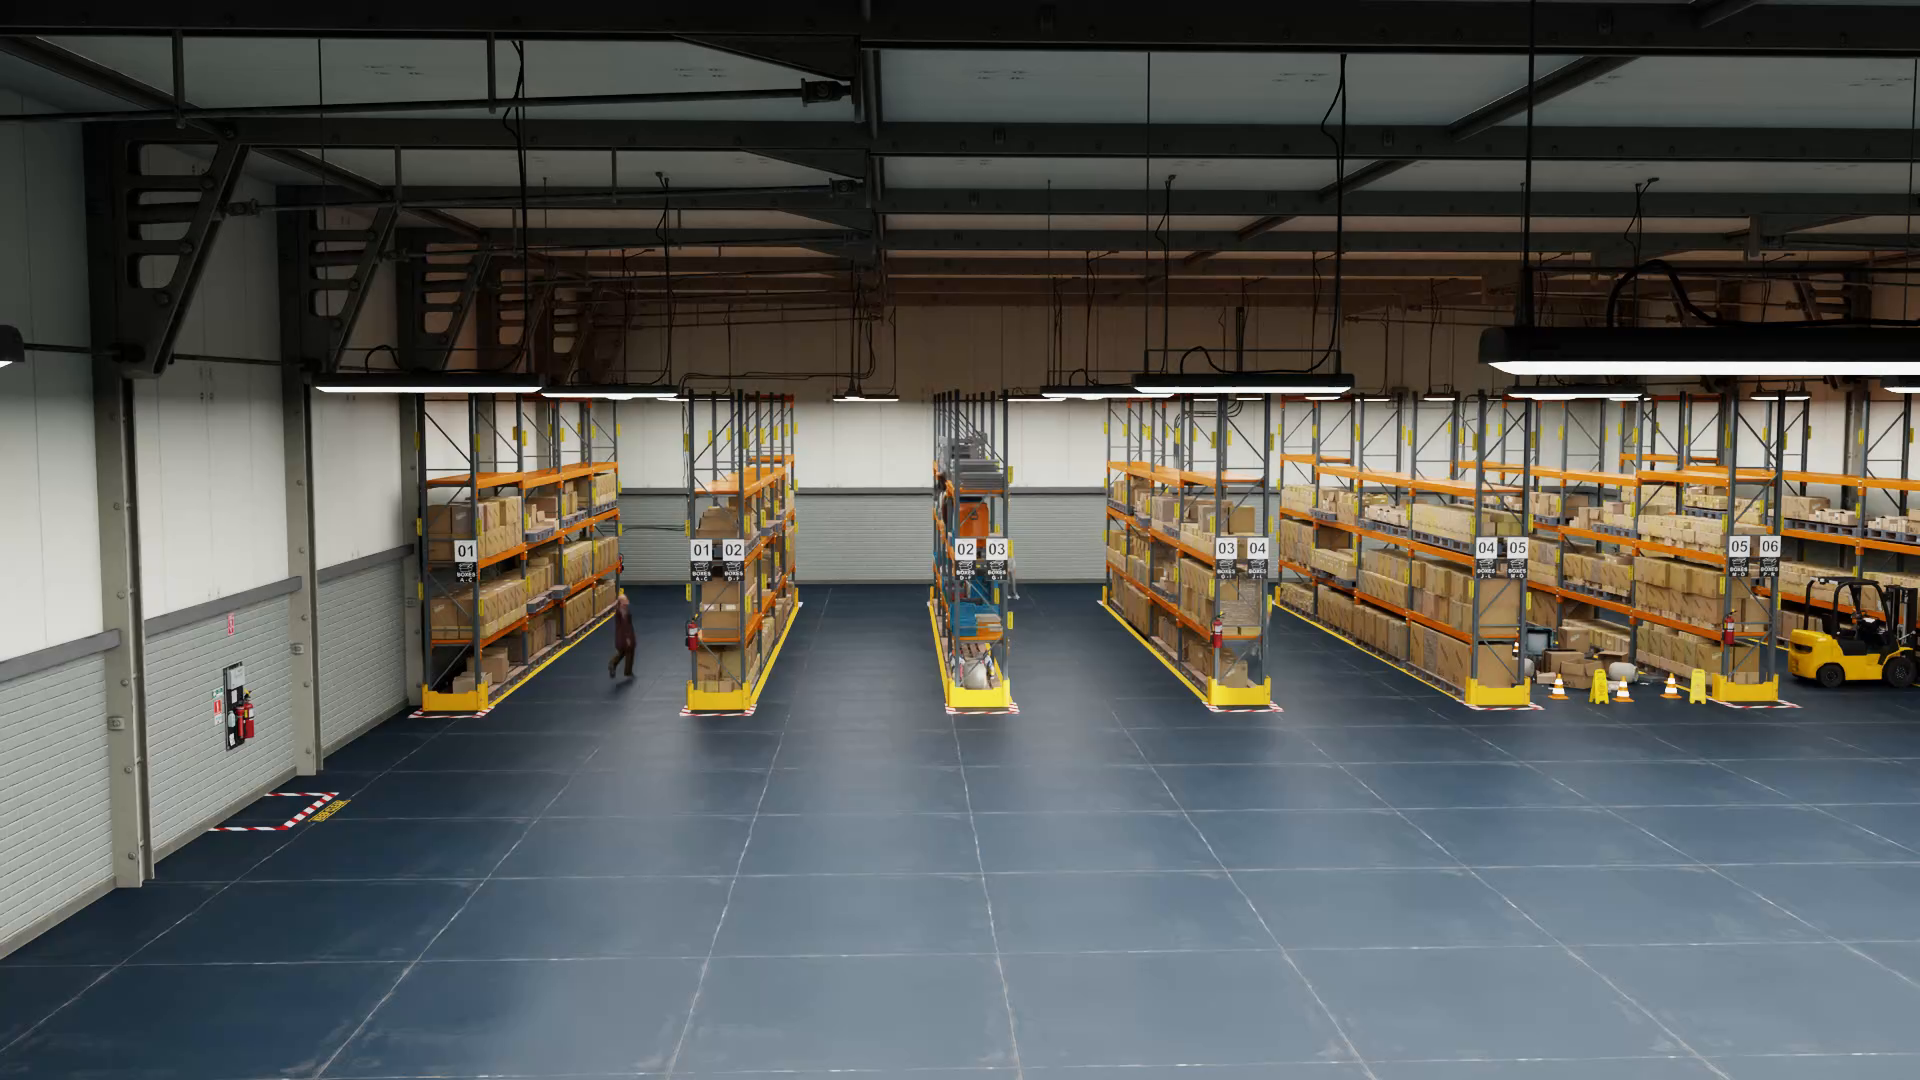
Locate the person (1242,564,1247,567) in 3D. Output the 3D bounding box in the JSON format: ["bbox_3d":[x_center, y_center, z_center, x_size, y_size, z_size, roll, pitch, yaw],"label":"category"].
[{"bbox_3d":[8.459,0.850,50.058,0.457,1.563,0.739,1,5,10],"label":"person"}]

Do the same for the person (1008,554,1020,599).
[{"bbox_3d":[1.473,1.047,49.057,0.428,1.372,0.528,-3,5,-30],"label":"person"}]

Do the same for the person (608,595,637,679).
[{"bbox_3d":[-7.021,2.013,34.538,0.531,1.763,0.779,3,5,29],"label":"person"}]

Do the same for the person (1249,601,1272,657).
[{"bbox_3d":[6.649,1.775,37.235,0.641,1.715,0.633,0,5,1],"label":"person"}]
